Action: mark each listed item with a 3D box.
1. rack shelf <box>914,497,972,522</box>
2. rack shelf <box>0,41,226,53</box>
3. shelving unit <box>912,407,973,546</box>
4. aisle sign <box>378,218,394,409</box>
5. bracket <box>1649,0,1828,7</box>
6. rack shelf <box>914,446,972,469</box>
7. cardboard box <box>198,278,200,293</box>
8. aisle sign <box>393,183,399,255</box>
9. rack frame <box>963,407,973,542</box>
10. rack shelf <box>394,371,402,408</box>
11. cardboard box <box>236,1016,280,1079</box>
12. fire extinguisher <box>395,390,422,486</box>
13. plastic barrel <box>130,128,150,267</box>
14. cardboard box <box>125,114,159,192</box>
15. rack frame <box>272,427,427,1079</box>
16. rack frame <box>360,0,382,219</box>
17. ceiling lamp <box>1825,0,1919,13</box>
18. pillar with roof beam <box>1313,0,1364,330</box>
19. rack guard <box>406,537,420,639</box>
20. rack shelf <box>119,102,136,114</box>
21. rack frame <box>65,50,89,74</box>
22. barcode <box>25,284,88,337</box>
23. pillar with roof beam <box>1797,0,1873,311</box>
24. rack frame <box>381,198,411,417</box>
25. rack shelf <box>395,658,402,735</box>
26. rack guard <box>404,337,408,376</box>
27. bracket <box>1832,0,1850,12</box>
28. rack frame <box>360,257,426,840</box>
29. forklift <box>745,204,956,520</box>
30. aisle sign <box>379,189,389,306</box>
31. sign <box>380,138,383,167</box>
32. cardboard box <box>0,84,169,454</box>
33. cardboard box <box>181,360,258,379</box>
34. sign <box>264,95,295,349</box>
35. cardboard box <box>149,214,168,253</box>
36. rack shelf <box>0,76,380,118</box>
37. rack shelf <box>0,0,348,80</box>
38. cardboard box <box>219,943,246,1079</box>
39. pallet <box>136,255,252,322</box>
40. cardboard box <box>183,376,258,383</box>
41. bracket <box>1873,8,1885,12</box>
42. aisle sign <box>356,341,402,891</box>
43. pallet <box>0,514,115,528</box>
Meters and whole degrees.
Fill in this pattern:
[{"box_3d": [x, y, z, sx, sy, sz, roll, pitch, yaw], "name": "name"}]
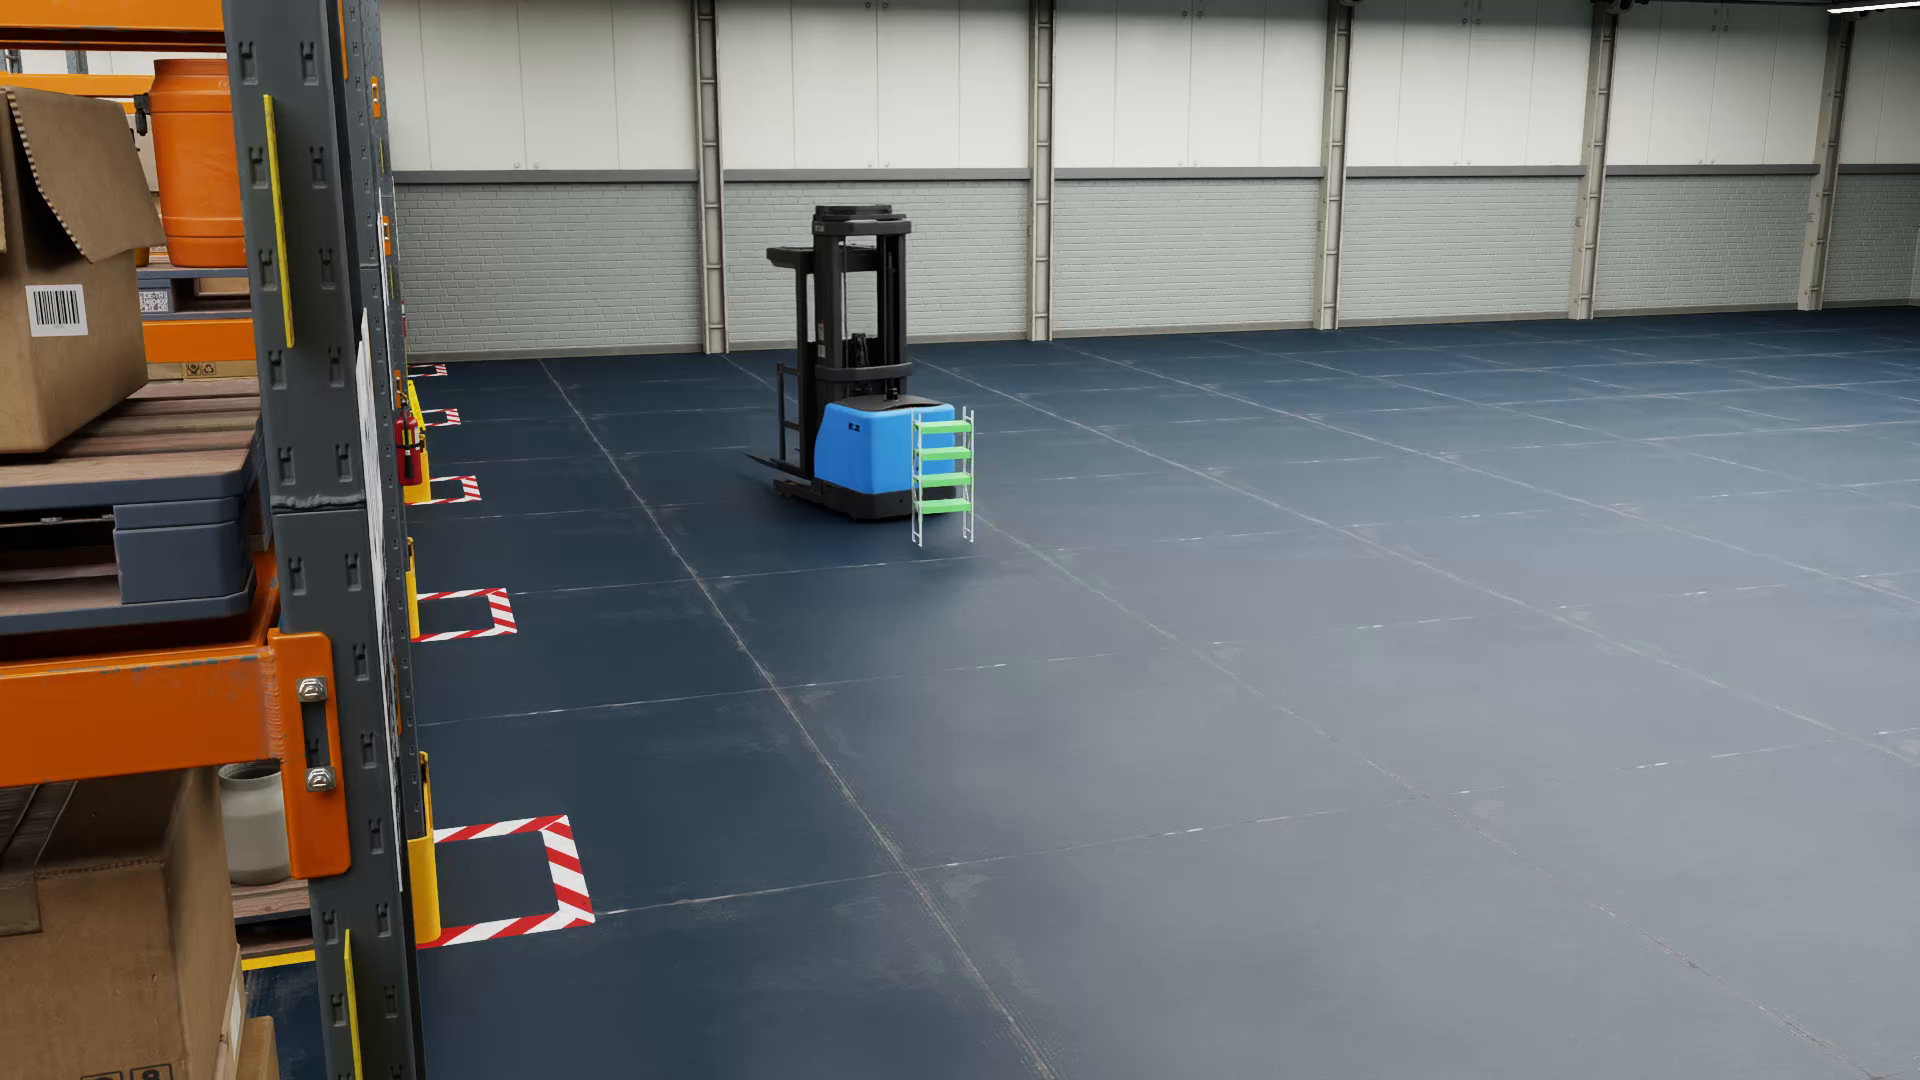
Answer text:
[{"box_3d": [-0.157, -0.276, 15.023, 0.480, 0.148, 0.258, -4, 14, -18], "name": "rack shelf"}, {"box_3d": [-6.115, -3.283, 11.058, 4.000, 0.370, 1.077, -4, 14, -18], "name": "rack shelf"}, {"box_3d": [-0.157, -0.571, 14.953, 0.503, 1.200, 0.258, -4, 14, -18], "name": "shelving unit"}, {"box_3d": [-2.477, -0.982, 7.170, 0.004, 0.787, 0.394, -4, 14, -18], "name": "aisle sign"}, {"box_3d": [15.797, -10.856, 33.560, 4.783, 0.066, 0.076, -4, 14, -18], "name": "bracket"}, {"box_3d": [-0.157, -0.743, 14.912, 0.480, 0.148, 0.258, -4, 14, -18], "name": "rack shelf"}, {"box_3d": [-7.596, -2.398, 16.084, 0.500, 0.550, 0.875, -4, 14, -18], "name": "cardboard box"}, {"box_3d": [-5.543, -3.163, 16.339, 0.004, 0.787, 0.394, -4, 14, -18], "name": "aisle sign"}, {"box_3d": [0.074, -0.590, 15.028, 0.015, 1.200, 0.240, -4, 14, -18], "name": "rack frame"}, {"box_3d": [-7.601, -1.461, 16.357, 4.000, 0.370, 1.077, -4, 14, -18], "name": "rack shelf"}, {"box_3d": [-1.510, 1.293, 3.010, 0.500, 0.500, 0.700, -4, 14, -18], "name": "cardboard box"}, {"box_3d": [-3.964, -0.733, 11.909, 0.183, 0.674, 0.296, -4, 14, -18], "name": "fire extinguisher"}, {"box_3d": [-3.680, -1.420, 6.834, 0.600, 0.588, 0.600, 0, 13, 0], "name": "plastic barrel"}, {"box_3d": [-5.608, -2.589, 11.124, 0.500, 0.500, 0.500, -4, 14, -18], "name": "cardboard box"}, {"box_3d": [-1.063, 1.310, 3.154, 0.127, 3.000, 1.000, -4, 14, -18], "name": "rack frame"}, {"box_3d": [-4.219, -3.782, 11.595, 0.127, 3.000, 1.000, -4, 14, -18], "name": "rack frame"}, {"box_3d": [16.372, -10.917, 28.978, 0.800, 3.185, 2.000, -4, 14, -18], "name": "ceiling lamp"}, {"box_3d": [8.519, -7.574, 27.539, 0.548, 9.000, 9.100, -4, 14, -18], "name": "pillar with roof beam"}, {"box_3d": [-4.291, 0.359, 12.555, 0.348, 0.500, 1.175, -4, 14, -18], "name": "rack guard"}, {"box_3d": [-10.862, -6.351, 24.817, 4.000, 0.370, 1.077, -4, 14, -18], "name": "rack shelf"}, {"box_3d": [-12.758, -6.748, 24.067, 0.127, 3.000, 1.000, -4, 14, -18], "name": "rack frame"}, {"box_3d": [-1.196, -0.304, 2.202, 0.075, 0.075, 0.001, -4, 14, -18], "name": "barcode"}, {"box_3d": [19.892, -8.460, 31.262, 0.548, 9.000, 9.100, -4, 14, -18], "name": "pillar with roof beam"}, {"box_3d": [-5.706, -1.958, 16.894, 0.127, 3.000, 1.000, -4, 14, -18], "name": "rack frame"}, {"box_3d": [-4.535, 0.721, 7.185, 4.000, 0.370, 1.077, -4, 14, -18], "name": "rack shelf"}, {"box_3d": [-8.944, -2.911, 26.299, 0.348, 0.500, 1.175, -4, 14, -18], "name": "rack guard"}, {"box_3d": [18.239, -11.047, 34.359, 0.430, 0.232, 0.235, -4, 14, -18], "name": "bracket"}, {"box_3d": [-2.640, 0.223, 7.723, 0.127, 3.000, 1.000, -4, 14, -18], "name": "rack frame"}, {"box_3d": [-1.254, -1.903, 16.810, 1.130, 2.935, 3.031, -8, 16, -32], "name": "forklift"}, {"box_3d": [-4.065, -2.067, 11.731, 0.004, 0.787, 0.394, -4, 14, -18], "name": "aisle sign"}, {"box_3d": [-5.546, -3.690, 15.949, 0.005, 0.325, 0.100, -4, 14, -18], "name": "sign"}, {"box_3d": [-1.609, -0.431, 2.556, 0.637, 0.503, 0.797, -3, 14, -14], "name": "cardboard box"}, {"box_3d": [-5.134, -1.410, 11.569, 0.500, 0.500, 0.500, -4, 14, -18], "name": "cardboard box"}, {"box_3d": [-0.904, -0.422, 2.209, 0.005, 0.325, 0.100, -4, 14, -18], "name": "sign"}, {"box_3d": [-5.556, -2.085, 11.267, 0.500, 0.250, 0.500, -4, 14, -17], "name": "cardboard box"}, {"box_3d": [-7.601, -4.185, 15.709, 4.000, 0.370, 1.077, -4, 14, -18], "name": "rack shelf"}, {"box_3d": [-4.535, -2.003, 6.537, 4.000, 0.370, 1.077, -4, 14, -18], "name": "rack shelf"}, {"box_3d": [-1.504, 0.927, 3.144, 0.250, 0.149, 0.380, -5, 14, -18], "name": "cardboard box"}, {"box_3d": [-3.455, -1.105, 7.231, 1.213, 0.211, 1.003, -4, 14, -18], "name": "pallet"}, {"box_3d": [-5.185, -0.959, 11.832, 0.500, 0.500, 0.875, -4, 14, -18], "name": "cardboard box"}, {"box_3d": [19.026, -11.108, 34.617, 0.430, 0.232, 0.235, -4, 14, -18], "name": "bracket"}, {"box_3d": [-0.908, 0.105, 2.603, 0.004, 0.787, 0.394, -4, 14, -18], "name": "aisle sign"}, {"box_3d": [-8.751, -0.346, 16.140, 1.213, 0.211, 1.003, -4, 14, -18], "name": "pallet"}]
